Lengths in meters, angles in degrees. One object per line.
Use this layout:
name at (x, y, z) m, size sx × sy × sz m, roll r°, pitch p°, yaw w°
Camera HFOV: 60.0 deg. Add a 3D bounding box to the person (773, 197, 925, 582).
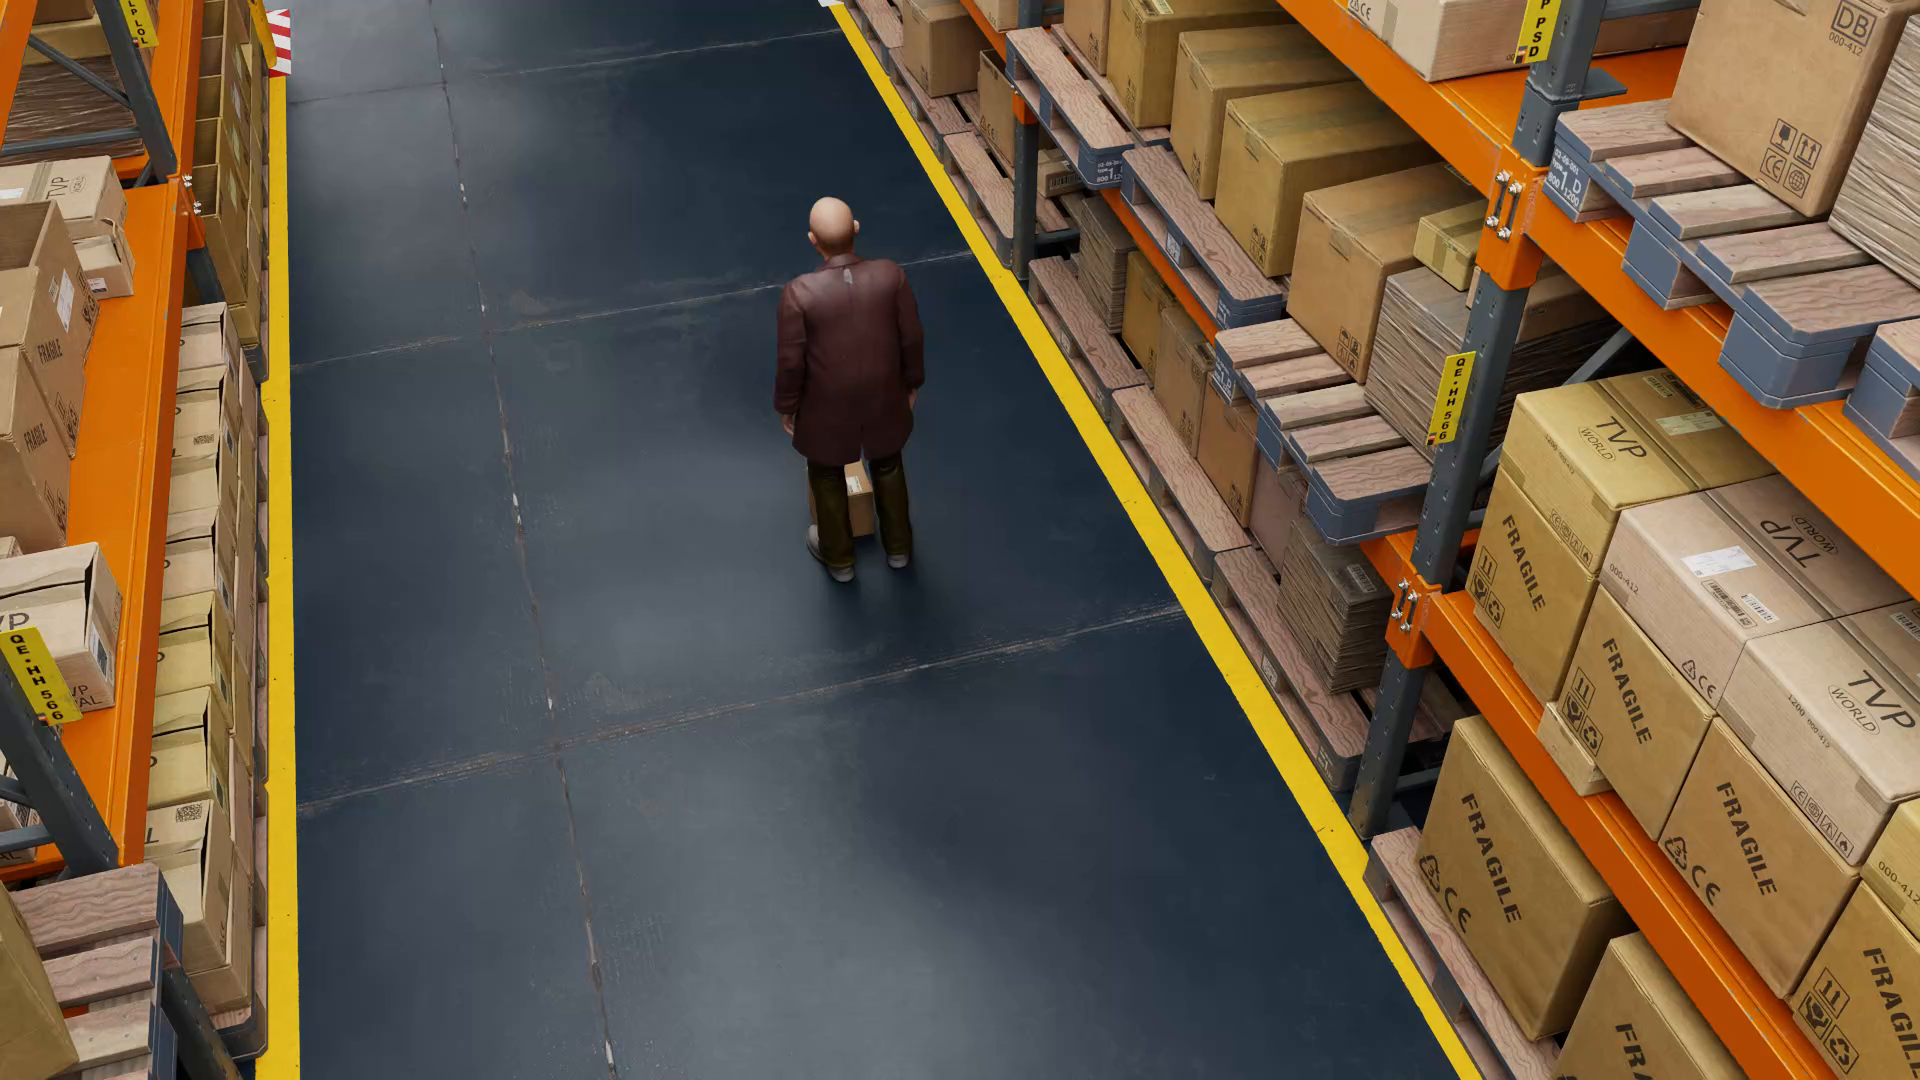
person at (-0.451, -0.592, 6.837) m, size 0.641 × 1.773 × 0.424 m, roll -13°, pitch 43°, yaw -14°
